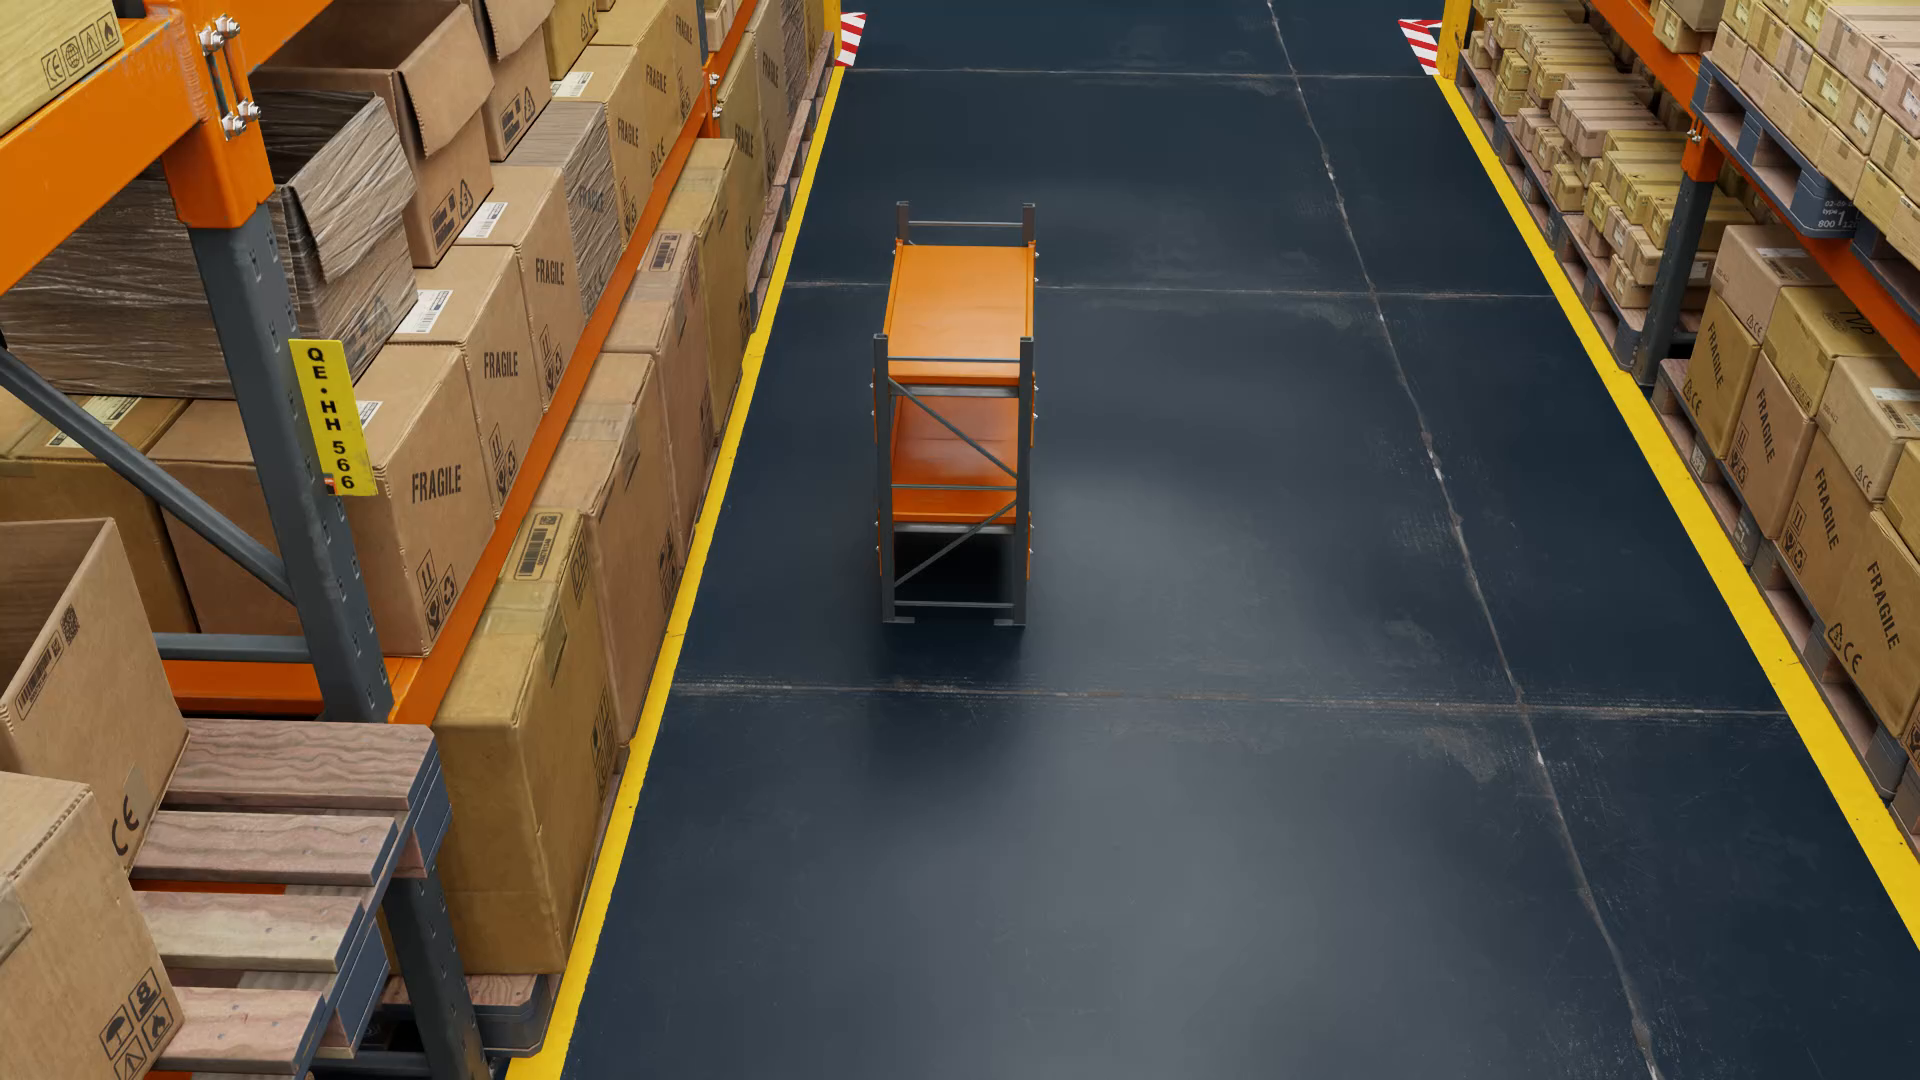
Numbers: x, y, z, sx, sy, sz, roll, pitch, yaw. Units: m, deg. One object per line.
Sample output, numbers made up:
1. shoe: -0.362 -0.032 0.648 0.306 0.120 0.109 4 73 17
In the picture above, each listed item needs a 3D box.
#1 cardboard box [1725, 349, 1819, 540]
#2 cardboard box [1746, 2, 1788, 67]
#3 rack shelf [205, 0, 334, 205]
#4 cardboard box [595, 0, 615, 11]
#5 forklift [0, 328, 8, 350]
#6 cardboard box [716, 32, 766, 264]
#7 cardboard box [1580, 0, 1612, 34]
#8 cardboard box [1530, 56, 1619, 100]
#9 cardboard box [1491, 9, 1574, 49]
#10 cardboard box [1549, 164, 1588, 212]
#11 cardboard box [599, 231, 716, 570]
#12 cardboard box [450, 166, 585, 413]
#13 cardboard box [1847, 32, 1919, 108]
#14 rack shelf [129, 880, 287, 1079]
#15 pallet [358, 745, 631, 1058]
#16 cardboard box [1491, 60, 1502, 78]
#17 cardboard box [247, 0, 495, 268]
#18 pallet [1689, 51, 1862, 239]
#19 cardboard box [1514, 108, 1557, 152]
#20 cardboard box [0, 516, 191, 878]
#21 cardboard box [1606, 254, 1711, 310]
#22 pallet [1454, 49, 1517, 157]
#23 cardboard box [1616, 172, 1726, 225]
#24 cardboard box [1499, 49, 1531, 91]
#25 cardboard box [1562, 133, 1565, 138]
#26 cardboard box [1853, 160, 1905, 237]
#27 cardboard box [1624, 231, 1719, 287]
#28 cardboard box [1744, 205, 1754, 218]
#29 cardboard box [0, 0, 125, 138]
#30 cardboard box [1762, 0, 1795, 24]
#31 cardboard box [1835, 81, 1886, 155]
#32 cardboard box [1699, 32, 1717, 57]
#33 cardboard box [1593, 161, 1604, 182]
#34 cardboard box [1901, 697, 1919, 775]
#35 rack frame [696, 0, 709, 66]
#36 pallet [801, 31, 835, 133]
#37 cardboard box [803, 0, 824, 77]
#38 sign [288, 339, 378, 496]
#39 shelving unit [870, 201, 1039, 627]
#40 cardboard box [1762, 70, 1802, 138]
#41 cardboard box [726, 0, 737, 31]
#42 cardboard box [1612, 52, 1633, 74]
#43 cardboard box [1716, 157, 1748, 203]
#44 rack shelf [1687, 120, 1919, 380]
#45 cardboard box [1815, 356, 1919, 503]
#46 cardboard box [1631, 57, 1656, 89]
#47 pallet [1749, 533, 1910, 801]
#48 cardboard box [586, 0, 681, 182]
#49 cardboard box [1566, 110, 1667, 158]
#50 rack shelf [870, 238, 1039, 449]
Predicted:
1. cardboard box: 3.119 -0.335 5.927 0.500 0.500 0.500 3 35 4
2. cardboard box: 2.950 -1.735 5.704 0.380 0.149 0.250 1 35 1
3. rack shelf: -1.599 -1.865 4.312 1.077 0.370 4.000 1 35 2
4. cardboard box: -1.536 -2.165 5.763 0.797 0.503 0.637 0 35 1
5. forklift: -3.859 -0.987 5.105 1.130 2.935 3.031 21 40 27
6. cardboard box: -1.412 -1.761 7.630 0.875 0.875 0.875 1 35 2
7. cardboard box: 3.759 -3.003 9.510 0.380 0.149 0.250 2 35 3
8. cardboard box: 3.201 -2.406 8.661 0.380 0.149 0.250 2 35 3
9. cardboard box: 3.205 -2.860 9.307 0.380 0.149 0.250 1 35 2
10. cardboard box: 3.150 -1.742 8.234 0.380 0.149 0.250 1 35 2
11. cardboard box: -1.559 -0.502 5.839 1.225 0.875 0.875 0 35 0
12. cardboard box: -1.352 -0.688 4.533 0.500 0.500 0.500 1 35 1
13. cardboard box: 2.918 -1.407 4.980 0.380 0.149 0.250 1 35 1
14. rack shelf: -1.759 1.660 1.905 1.077 0.370 4.000 1 35 2
15. pallet: -1.572 0.906 4.777 1.003 0.211 1.213 1 35 2
16. cardboard box: 3.325 -2.766 9.692 0.380 0.149 0.250 1 35 2
17. cardboard box: -1.604 -1.029 4.145 0.797 0.503 0.637 2 35 3
18. pallet: 3.258 -1.394 5.792 1.003 0.211 1.213 1 35 2
19. cardboard box: 3.190 -2.189 8.871 0.380 0.149 0.250 0 35 0
20. cardboard box: -1.661 0.315 2.741 0.500 0.500 0.500 -3 35 -4
21. cardboard box: 3.109 -1.147 7.388 0.380 0.149 0.250 2 35 2
22. pallet: 3.523 -2.556 9.704 1.003 0.211 1.213 1 35 2
23. cardboard box: 3.158 -1.516 7.395 0.380 0.149 0.250 2 35 2
24. cardboard box: 3.209 -2.595 9.190 0.380 0.149 0.250 2 35 3
25. cardboard box: 3.303 -2.129 8.526 0.380 0.149 0.250 3 35 4
26. cardboard box: 2.911 -1.012 4.934 0.380 0.149 0.250 1 35 1
27. cardboard box: 3.129 -1.224 7.239 0.380 0.149 0.250 2 35 3
28. cardboard box: 3.688 -1.384 7.466 0.380 0.149 0.250 2 35 2
29. cardboard box: -1.453 -0.670 2.117 0.500 0.250 0.500 1 35 2
30. cardboard box: 2.953 -1.845 5.602 0.380 0.149 0.250 2 35 3
31. cardboard box: 2.921 -1.282 5.060 0.380 0.149 0.250 3 35 4
32. cardboard box: 3.211 -1.975 6.671 0.380 0.149 0.250 1 35 1
33. cardboard box: 3.228 -1.676 7.882 0.380 0.149 0.250 2 35 2
34. cardboard box: 3.063 0.558 4.656 0.500 0.500 0.500 3 35 4
35. rack frame: -1.518 -2.081 6.603 1.000 3.000 0.127 1 35 2
36. pallet: -1.312 -2.777 10.018 1.003 0.211 1.213 1 35 2
37. cardboard box: -1.303 -3.312 9.837 0.875 0.875 0.875 1 35 2
38. sign: -1.136 -0.217 3.012 0.100 0.325 0.005 1 35 2
39. shelving unit: 0.000 -0.464 5.932 0.538 1.125 1.048 1 35 2
40. cardboard box: 2.939 -1.459 5.571 0.380 0.149 0.250 2 35 2
41. cardboard box: -1.164 -2.292 7.121 0.380 0.149 0.250 0 35 0
42. cardboard box: 3.726 -2.573 9.159 0.380 0.149 0.250 1 35 1
43. cardboard box: 3.686 -1.654 7.591 0.380 0.149 0.250 1 35 1
44. rack shelf: 3.353 -0.465 4.929 1.077 0.370 4.000 1 35 2
45. cardboard box: 3.096 -0.347 5.292 0.500 0.250 0.500 3 35 4
46. cardboard box: 3.725 -2.399 8.652 0.380 0.149 0.250 0 35 0
47. pallet: 3.358 0.382 5.522 1.003 0.211 1.213 1 35 2
48. cardboard box: -1.291 -1.563 5.778 0.500 0.500 0.500 2 35 3
49. cardboard box: 3.168 -1.964 8.032 0.380 0.149 0.250 0 35 0
50. rack shelf: 0.000 -0.704 5.764 0.538 0.278 1.000 1 35 2
